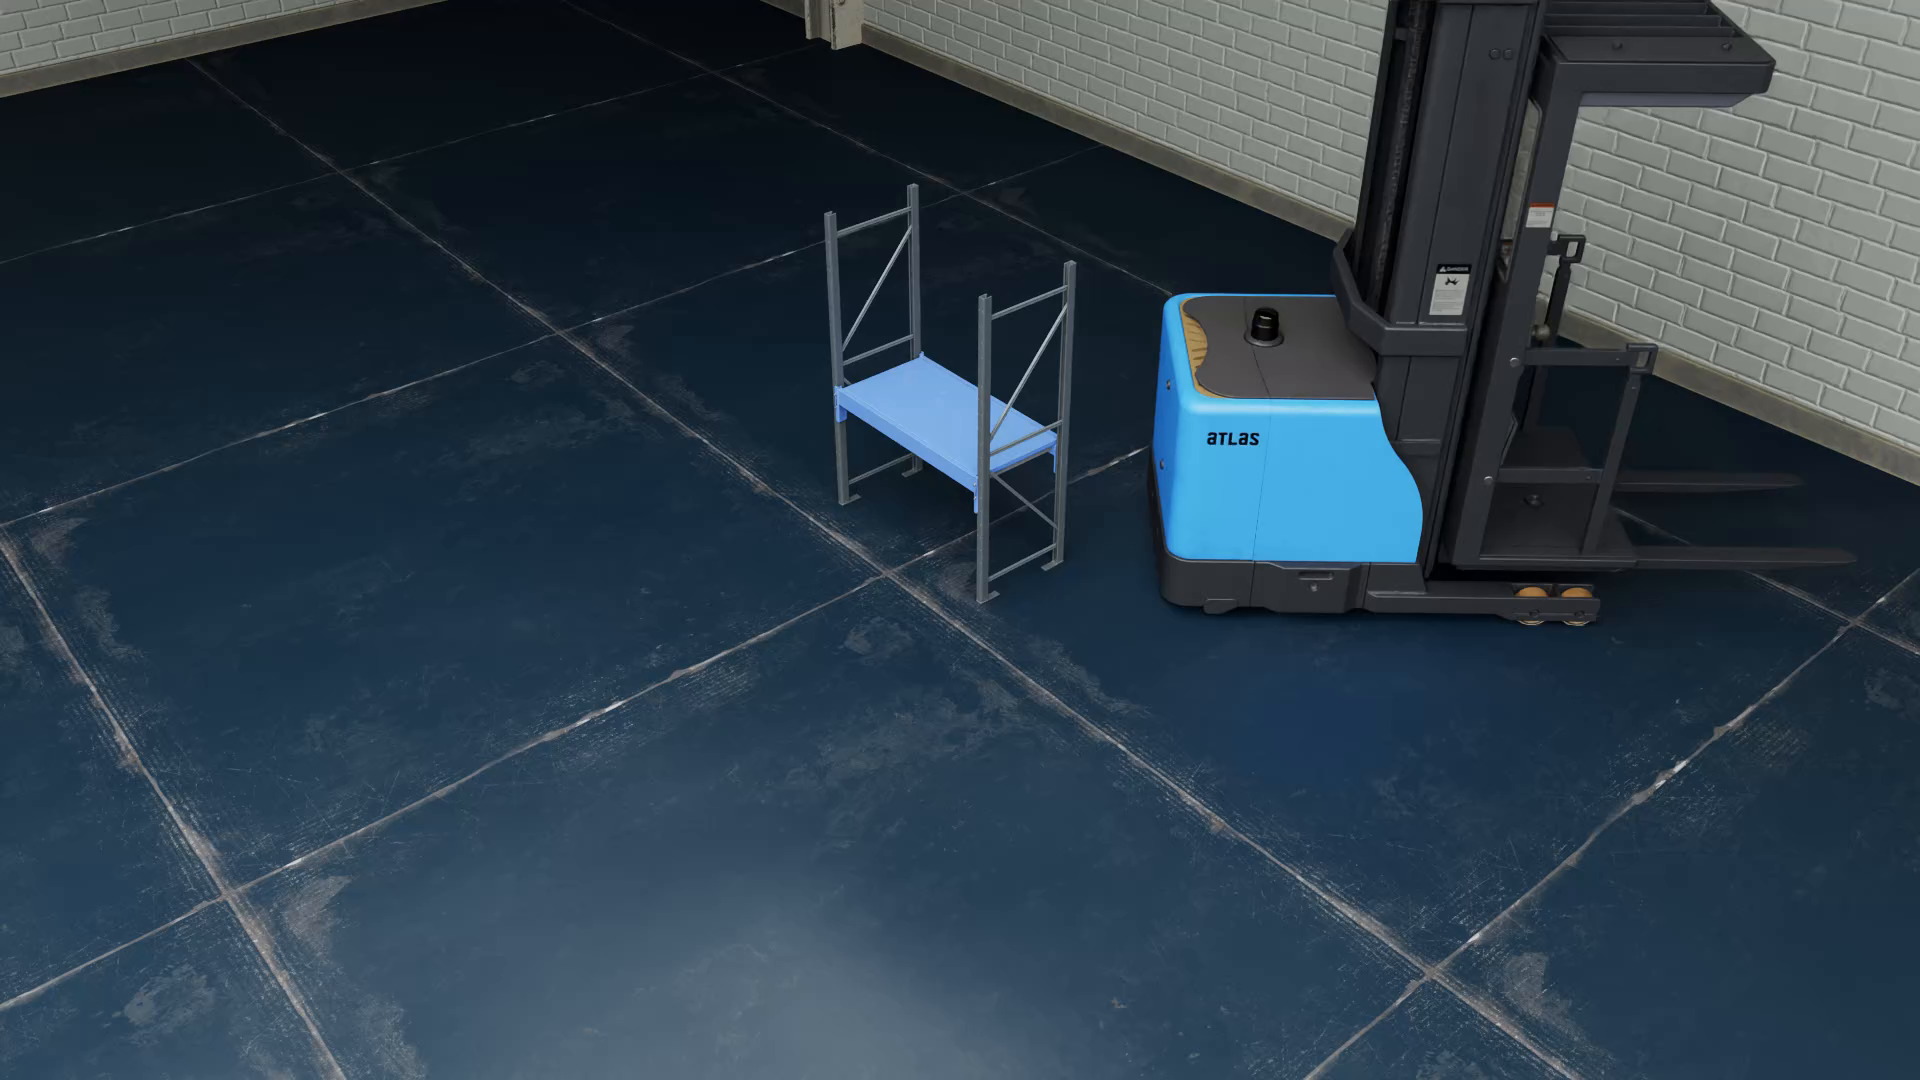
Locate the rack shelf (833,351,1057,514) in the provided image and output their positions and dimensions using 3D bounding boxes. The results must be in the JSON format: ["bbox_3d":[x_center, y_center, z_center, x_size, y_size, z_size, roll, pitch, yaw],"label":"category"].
[{"bbox_3d":[-0.055,-0.503,7.474,0.538,0.185,1.000,-26,43,-32],"label":"rack shelf"}]

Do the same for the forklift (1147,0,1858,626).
[{"bbox_3d":[2.403,-1.136,6.817,3.031,2.935,1.130,1,35,1],"label":"forklift"}]

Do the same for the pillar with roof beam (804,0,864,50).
[{"bbox_3d":[-4.298,-6.122,8.607,9.100,9.000,0.400,-26,43,-32],"label":"pillar with roof beam"}]

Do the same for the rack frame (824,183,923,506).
[{"bbox_3d":[-0.383,-0.874,7.687,0.500,1.500,0.032,-26,43,-32],"label":"rack frame"}]

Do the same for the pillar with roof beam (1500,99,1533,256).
[{"bbox_3d":[-0.426,-3.472,4.867,9.100,9.000,0.400,-26,43,-32],"label":"pillar with roof beam"}]

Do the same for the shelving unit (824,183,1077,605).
[{"bbox_3d":[-0.055,-0.650,7.370,0.538,1.500,1.048,-26,43,-32],"label":"shelving unit"}]

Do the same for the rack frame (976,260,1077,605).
[{"bbox_3d":[0.273,-0.425,7.053,0.500,1.500,0.032,-26,43,-32],"label":"rack frame"}]
